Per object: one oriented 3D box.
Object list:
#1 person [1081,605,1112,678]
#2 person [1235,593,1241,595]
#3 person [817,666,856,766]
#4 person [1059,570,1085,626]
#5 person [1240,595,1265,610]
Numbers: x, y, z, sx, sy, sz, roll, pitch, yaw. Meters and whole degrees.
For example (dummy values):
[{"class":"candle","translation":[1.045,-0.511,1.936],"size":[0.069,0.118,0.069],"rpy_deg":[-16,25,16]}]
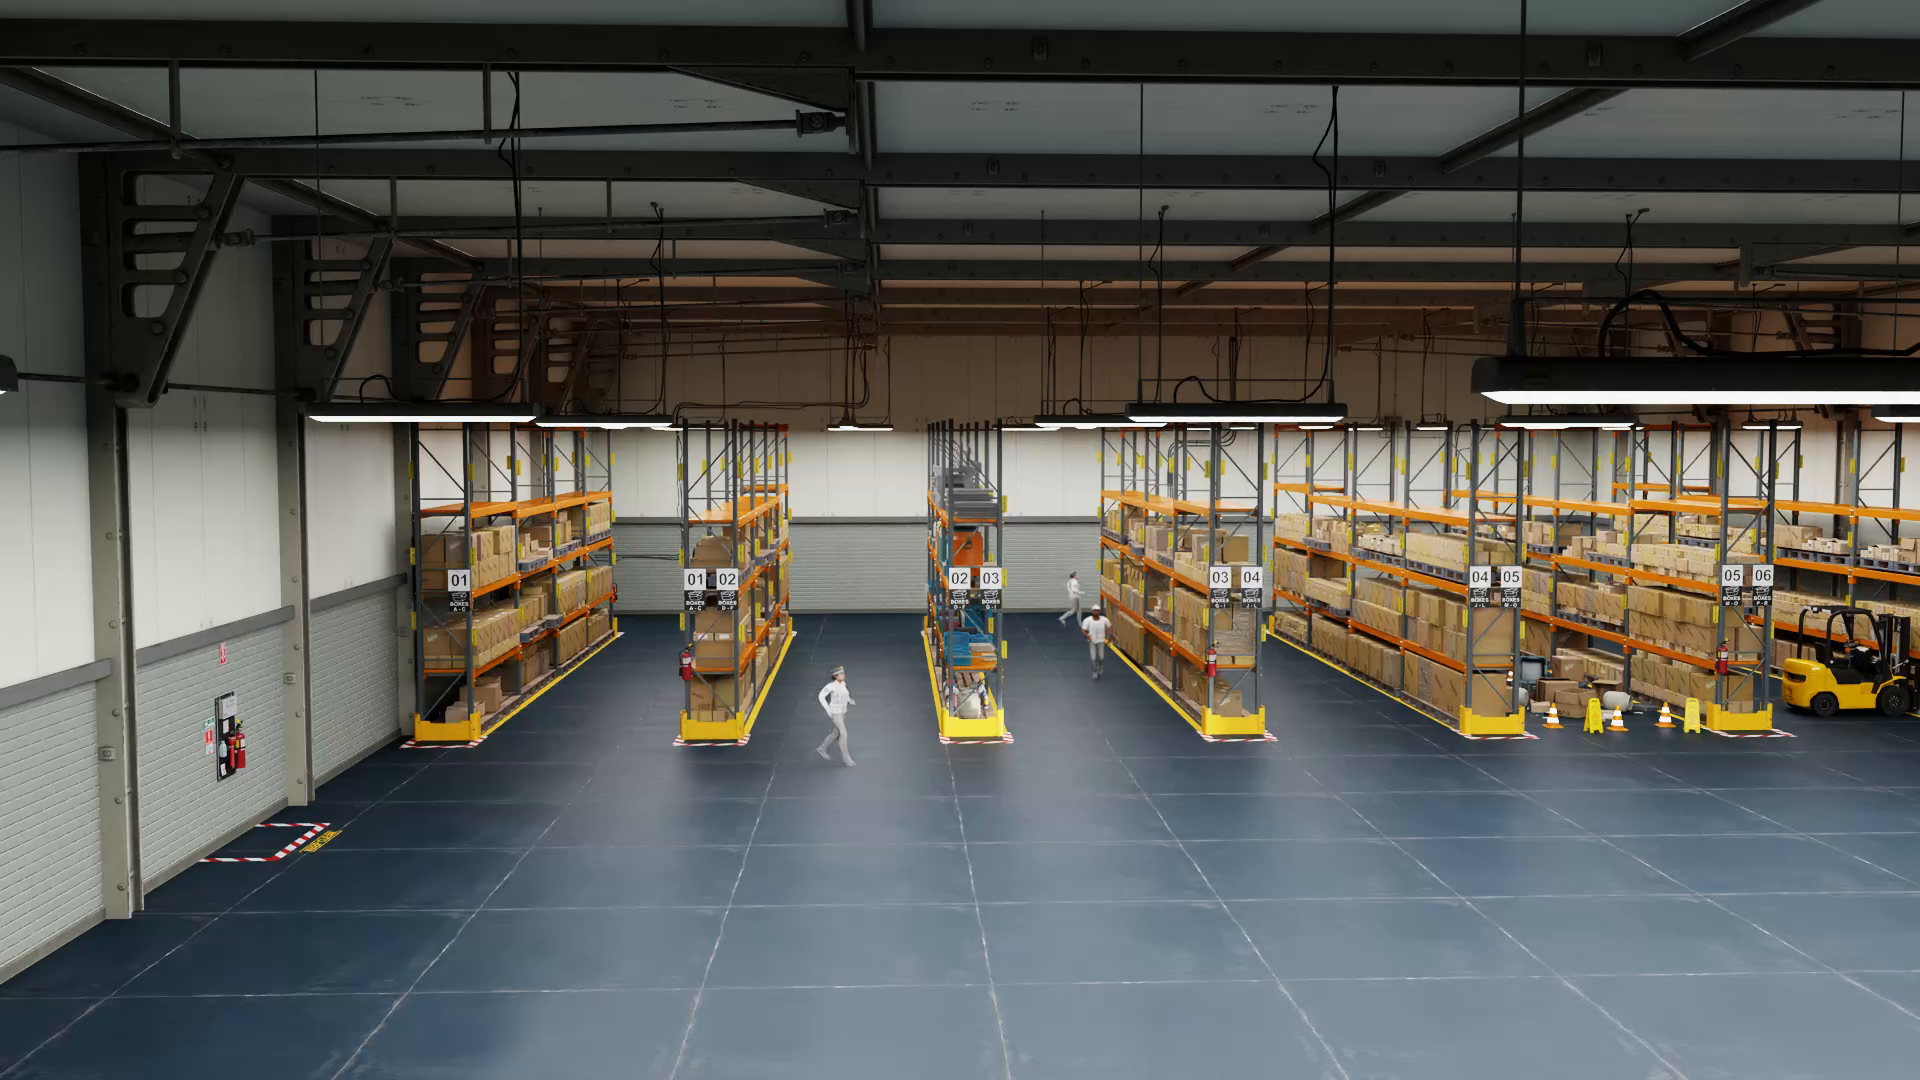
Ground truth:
[{"class":"person","translation":[3.200,2.370,38.795],"size":[0.731,1.718,0.597],"rpy_deg":[0,4,0]},{"class":"person","translation":[7.744,1.943,46.962],"size":[0.604,1.555,0.654],"rpy_deg":[0,4,7]},{"class":"person","translation":[-2.144,3.029,28.828],"size":[0.828,1.716,0.613],"rpy_deg":[2,4,25]},{"class":"person","translation":[3.350,1.722,49.001],"size":[0.871,1.674,0.619],"rpy_deg":[0,4,1]},{"class":"person","translation":[7.830,2.020,44.694],"size":[0.707,1.713,0.671],"rpy_deg":[1,4,9]}]
